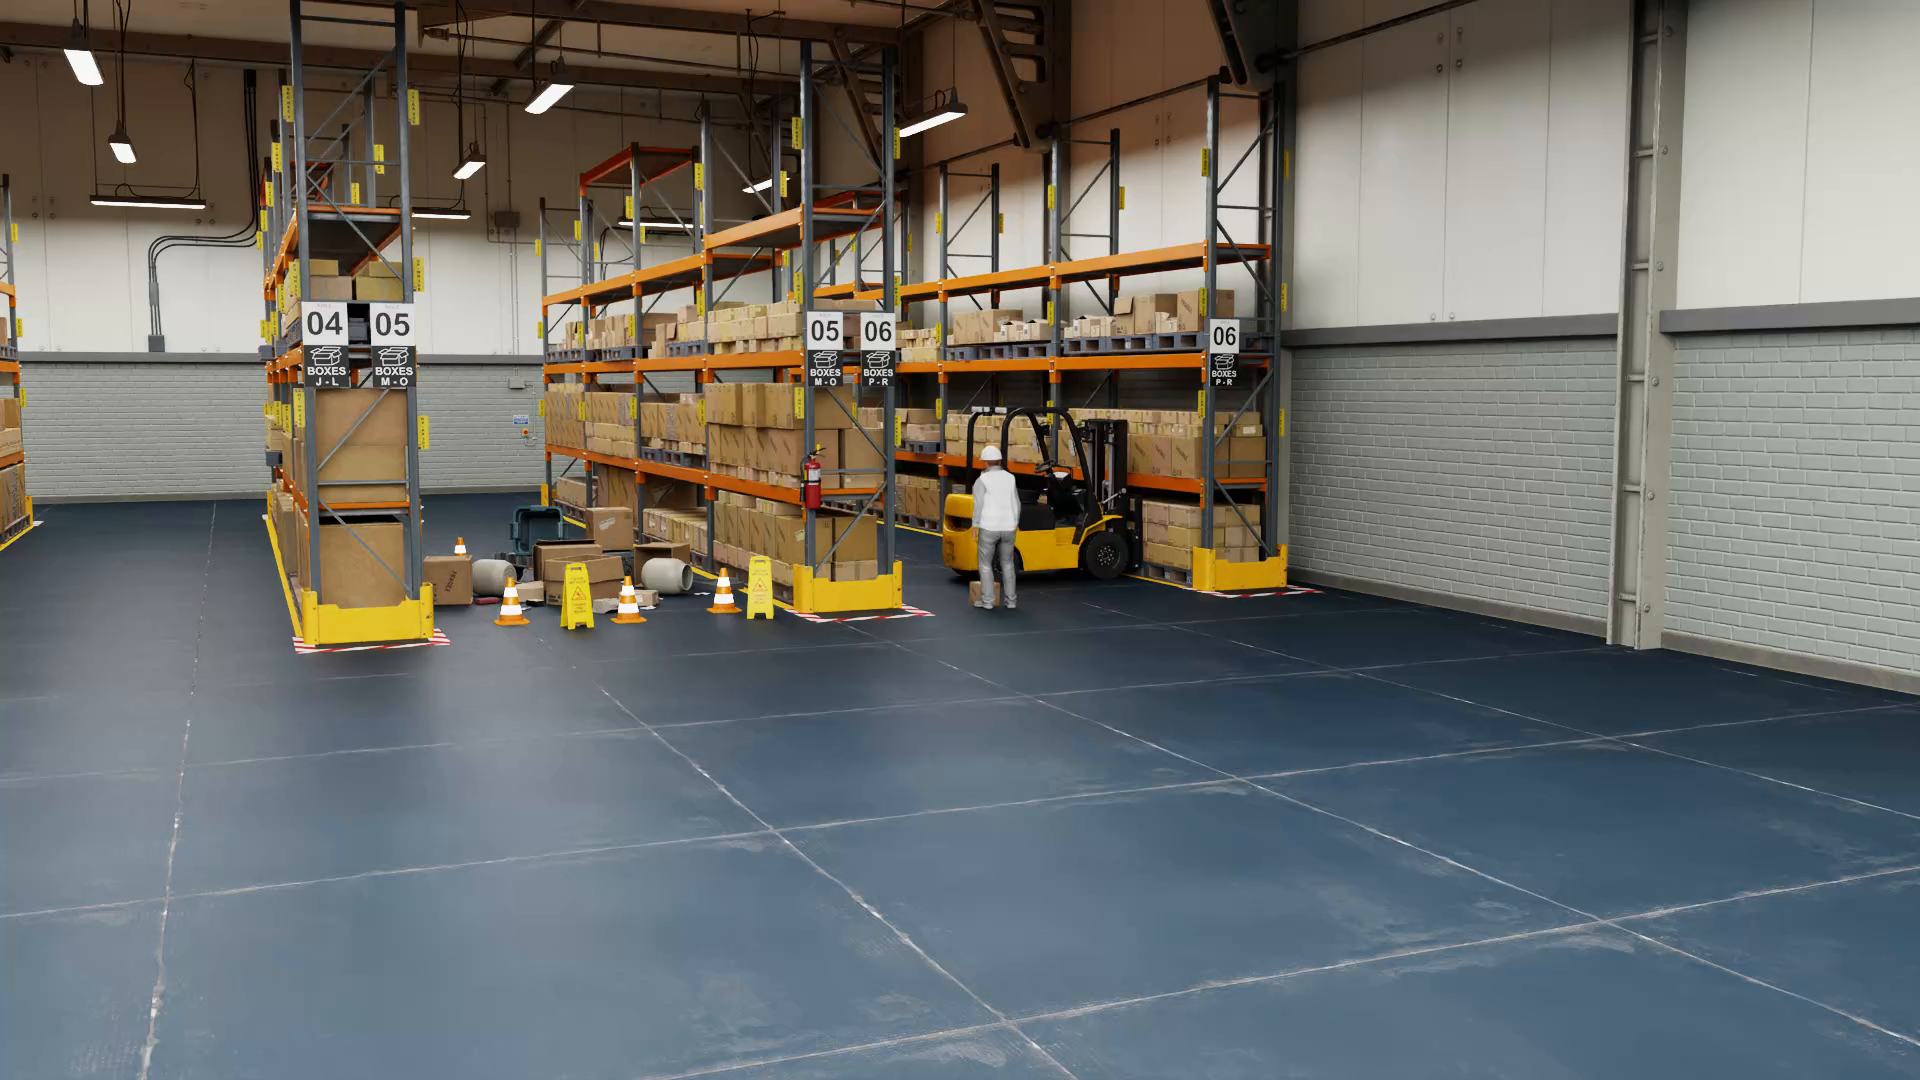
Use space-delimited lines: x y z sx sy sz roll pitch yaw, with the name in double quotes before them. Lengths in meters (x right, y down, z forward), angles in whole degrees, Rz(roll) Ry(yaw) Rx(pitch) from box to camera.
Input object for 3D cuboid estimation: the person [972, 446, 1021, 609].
"person" 0.382 -0.138 18.098 0.579 1.769 0.475 -3 6 -26
